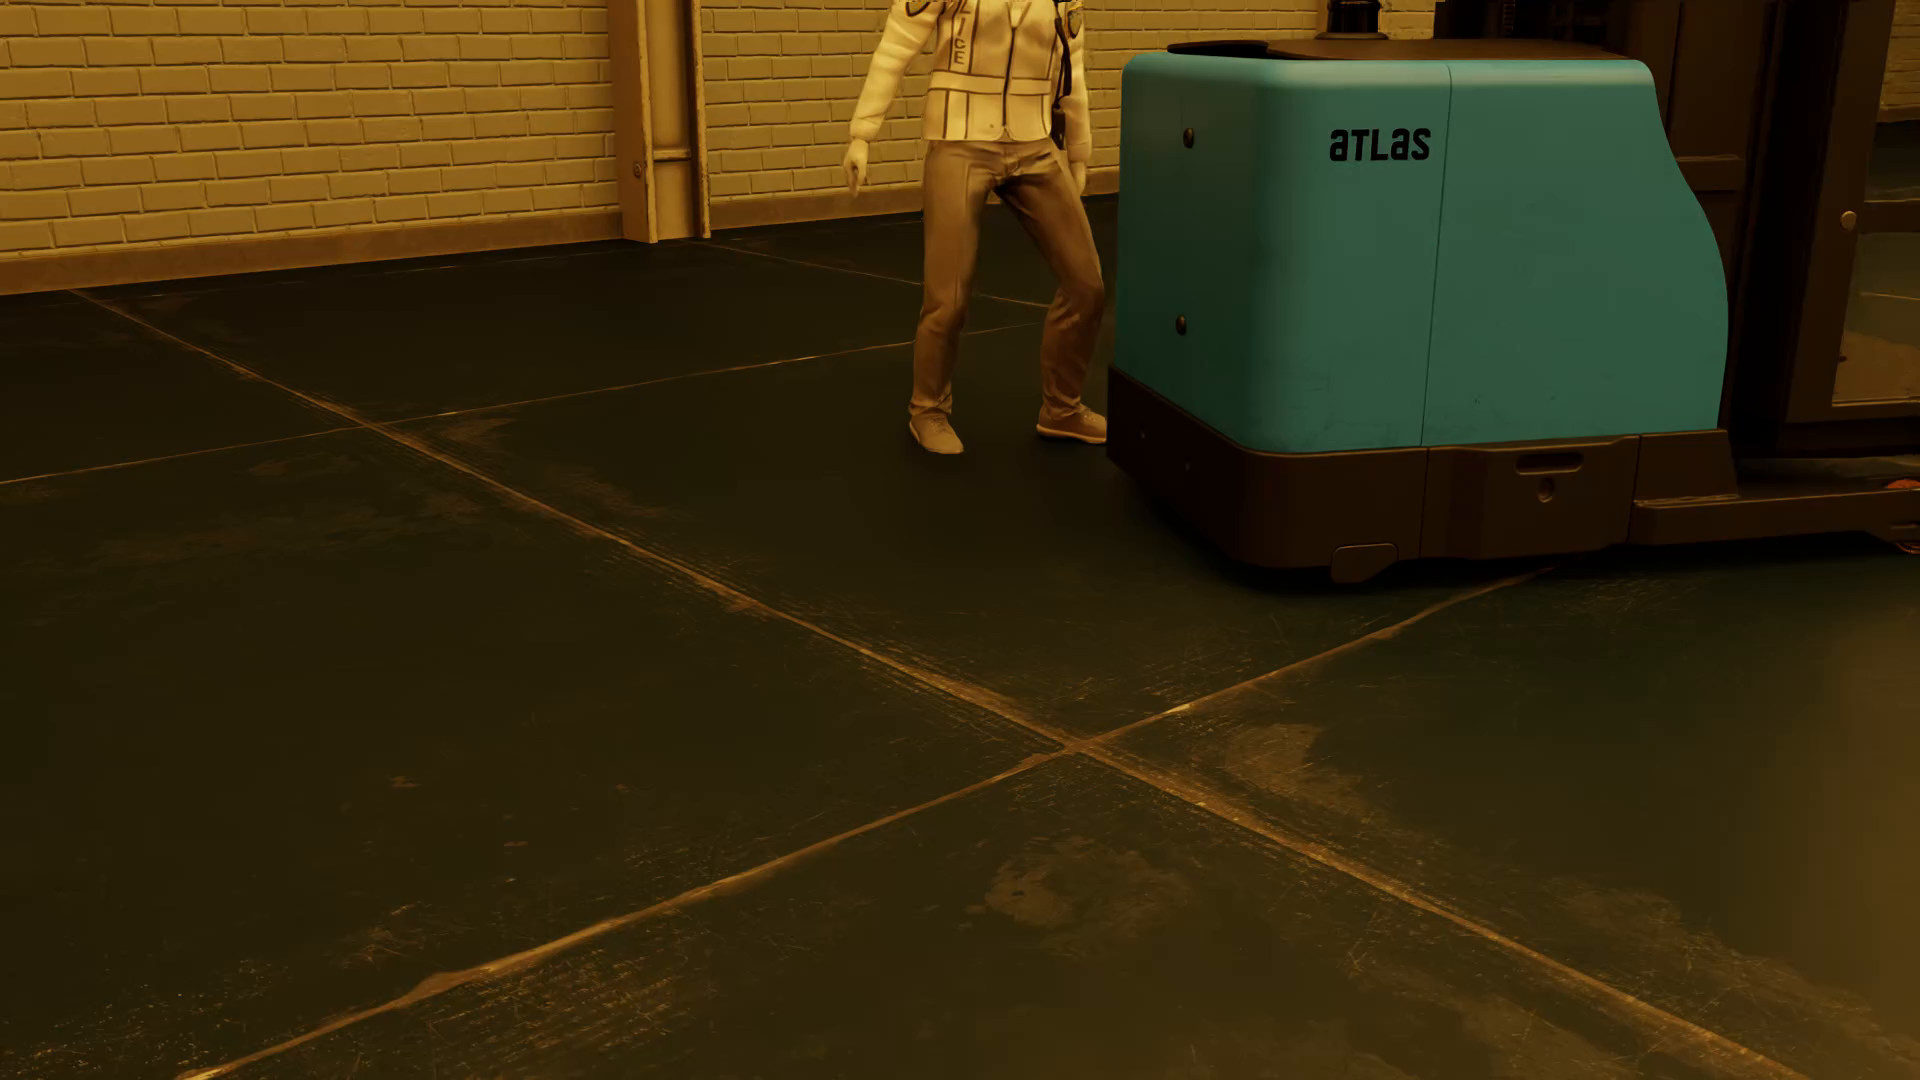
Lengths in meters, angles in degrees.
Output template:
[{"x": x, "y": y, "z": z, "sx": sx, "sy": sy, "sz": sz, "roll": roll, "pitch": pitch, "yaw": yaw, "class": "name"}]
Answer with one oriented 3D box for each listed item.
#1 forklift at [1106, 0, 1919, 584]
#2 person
[{"x": 1.950, "y": -1.517, "z": 3.790, "sx": 3.031, "sy": 2.935, "sz": 1.130, "roll": -4, "pitch": 18, "yaw": -12, "class": "forklift"}, {"x": 0.088, "y": -1.021, "z": 4.471, "sx": 0.810, "sy": 1.644, "sz": 0.422, "roll": -5, "pitch": 18, "yaw": -16, "class": "person"}]
